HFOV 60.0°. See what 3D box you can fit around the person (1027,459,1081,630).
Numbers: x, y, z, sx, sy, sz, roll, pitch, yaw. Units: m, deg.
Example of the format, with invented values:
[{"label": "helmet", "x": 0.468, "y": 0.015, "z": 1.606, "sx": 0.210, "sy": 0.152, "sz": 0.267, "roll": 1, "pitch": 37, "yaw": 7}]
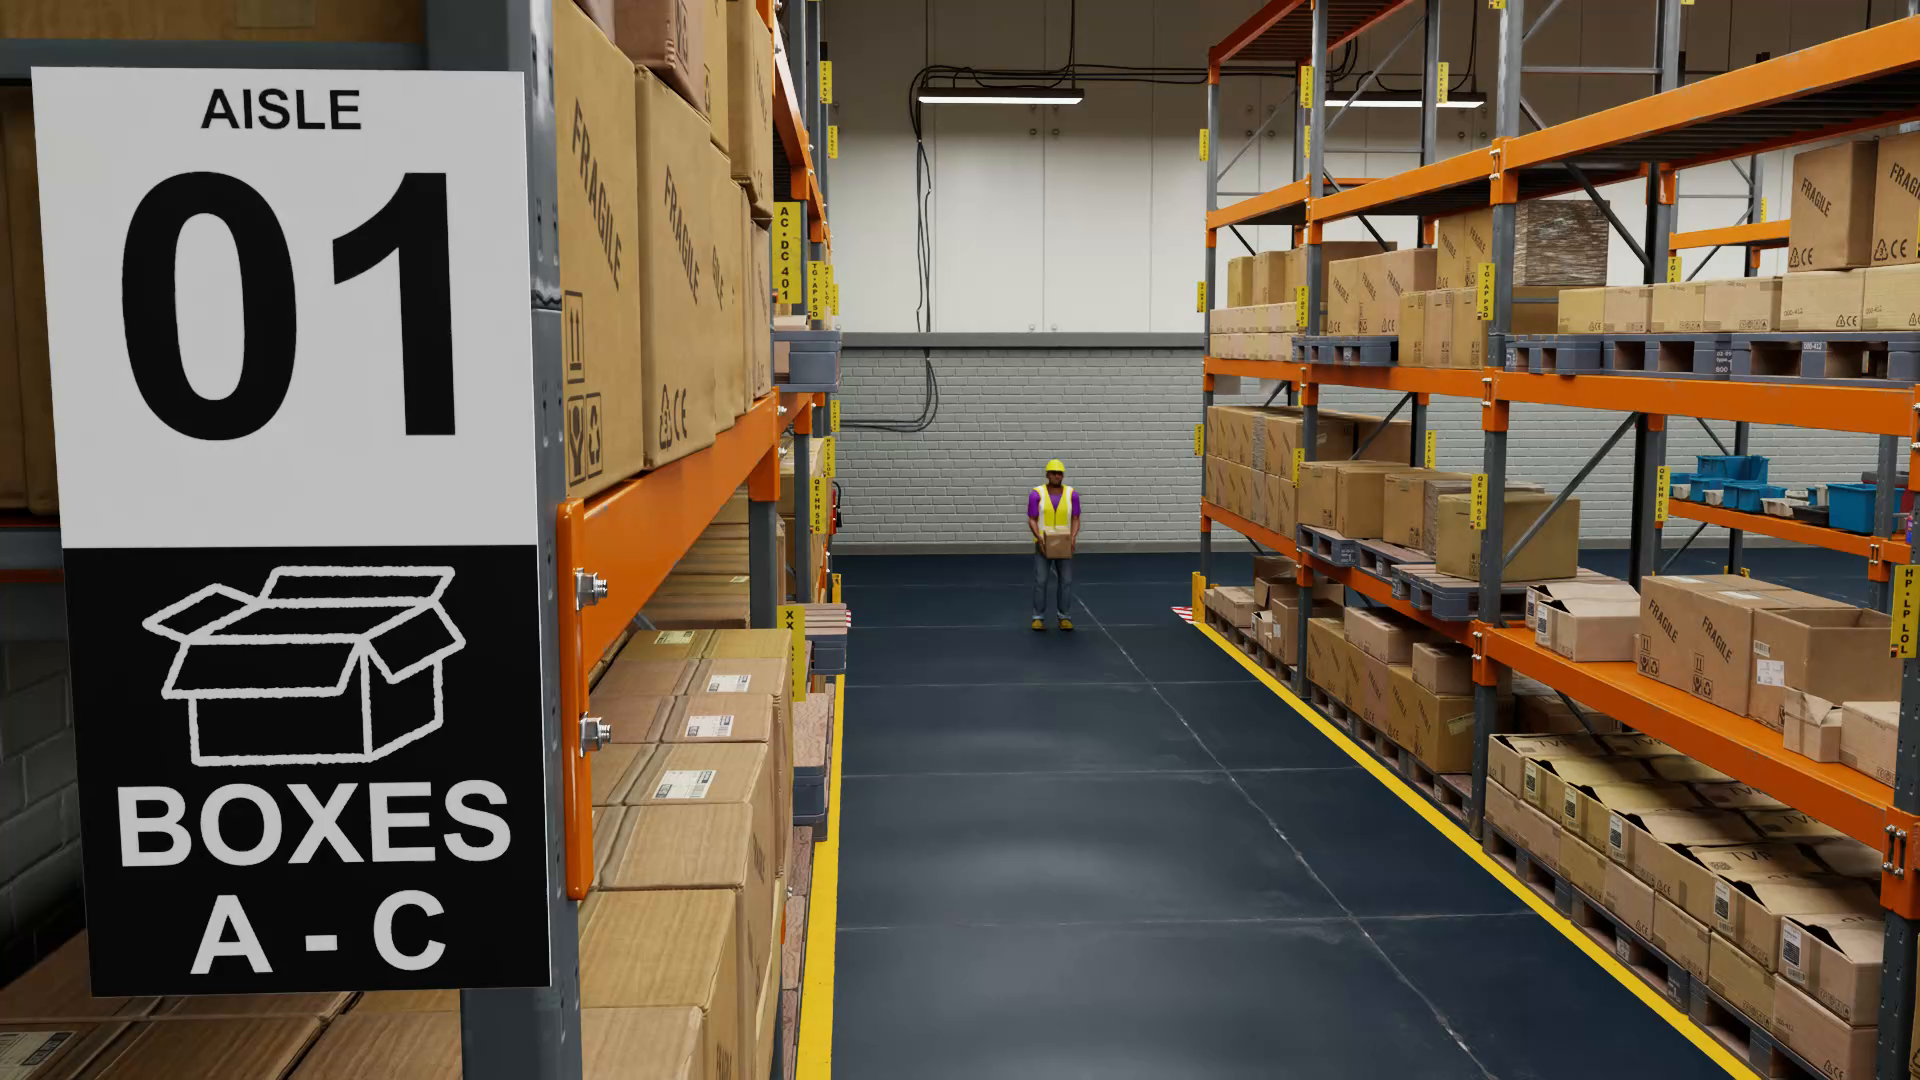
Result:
[{"label": "person", "x": 0.982, "y": 0.051, "z": 17.209, "sx": 0.558, "sy": 1.769, "sz": 0.520, "roll": -1, "pitch": 7, "yaw": -4}]
